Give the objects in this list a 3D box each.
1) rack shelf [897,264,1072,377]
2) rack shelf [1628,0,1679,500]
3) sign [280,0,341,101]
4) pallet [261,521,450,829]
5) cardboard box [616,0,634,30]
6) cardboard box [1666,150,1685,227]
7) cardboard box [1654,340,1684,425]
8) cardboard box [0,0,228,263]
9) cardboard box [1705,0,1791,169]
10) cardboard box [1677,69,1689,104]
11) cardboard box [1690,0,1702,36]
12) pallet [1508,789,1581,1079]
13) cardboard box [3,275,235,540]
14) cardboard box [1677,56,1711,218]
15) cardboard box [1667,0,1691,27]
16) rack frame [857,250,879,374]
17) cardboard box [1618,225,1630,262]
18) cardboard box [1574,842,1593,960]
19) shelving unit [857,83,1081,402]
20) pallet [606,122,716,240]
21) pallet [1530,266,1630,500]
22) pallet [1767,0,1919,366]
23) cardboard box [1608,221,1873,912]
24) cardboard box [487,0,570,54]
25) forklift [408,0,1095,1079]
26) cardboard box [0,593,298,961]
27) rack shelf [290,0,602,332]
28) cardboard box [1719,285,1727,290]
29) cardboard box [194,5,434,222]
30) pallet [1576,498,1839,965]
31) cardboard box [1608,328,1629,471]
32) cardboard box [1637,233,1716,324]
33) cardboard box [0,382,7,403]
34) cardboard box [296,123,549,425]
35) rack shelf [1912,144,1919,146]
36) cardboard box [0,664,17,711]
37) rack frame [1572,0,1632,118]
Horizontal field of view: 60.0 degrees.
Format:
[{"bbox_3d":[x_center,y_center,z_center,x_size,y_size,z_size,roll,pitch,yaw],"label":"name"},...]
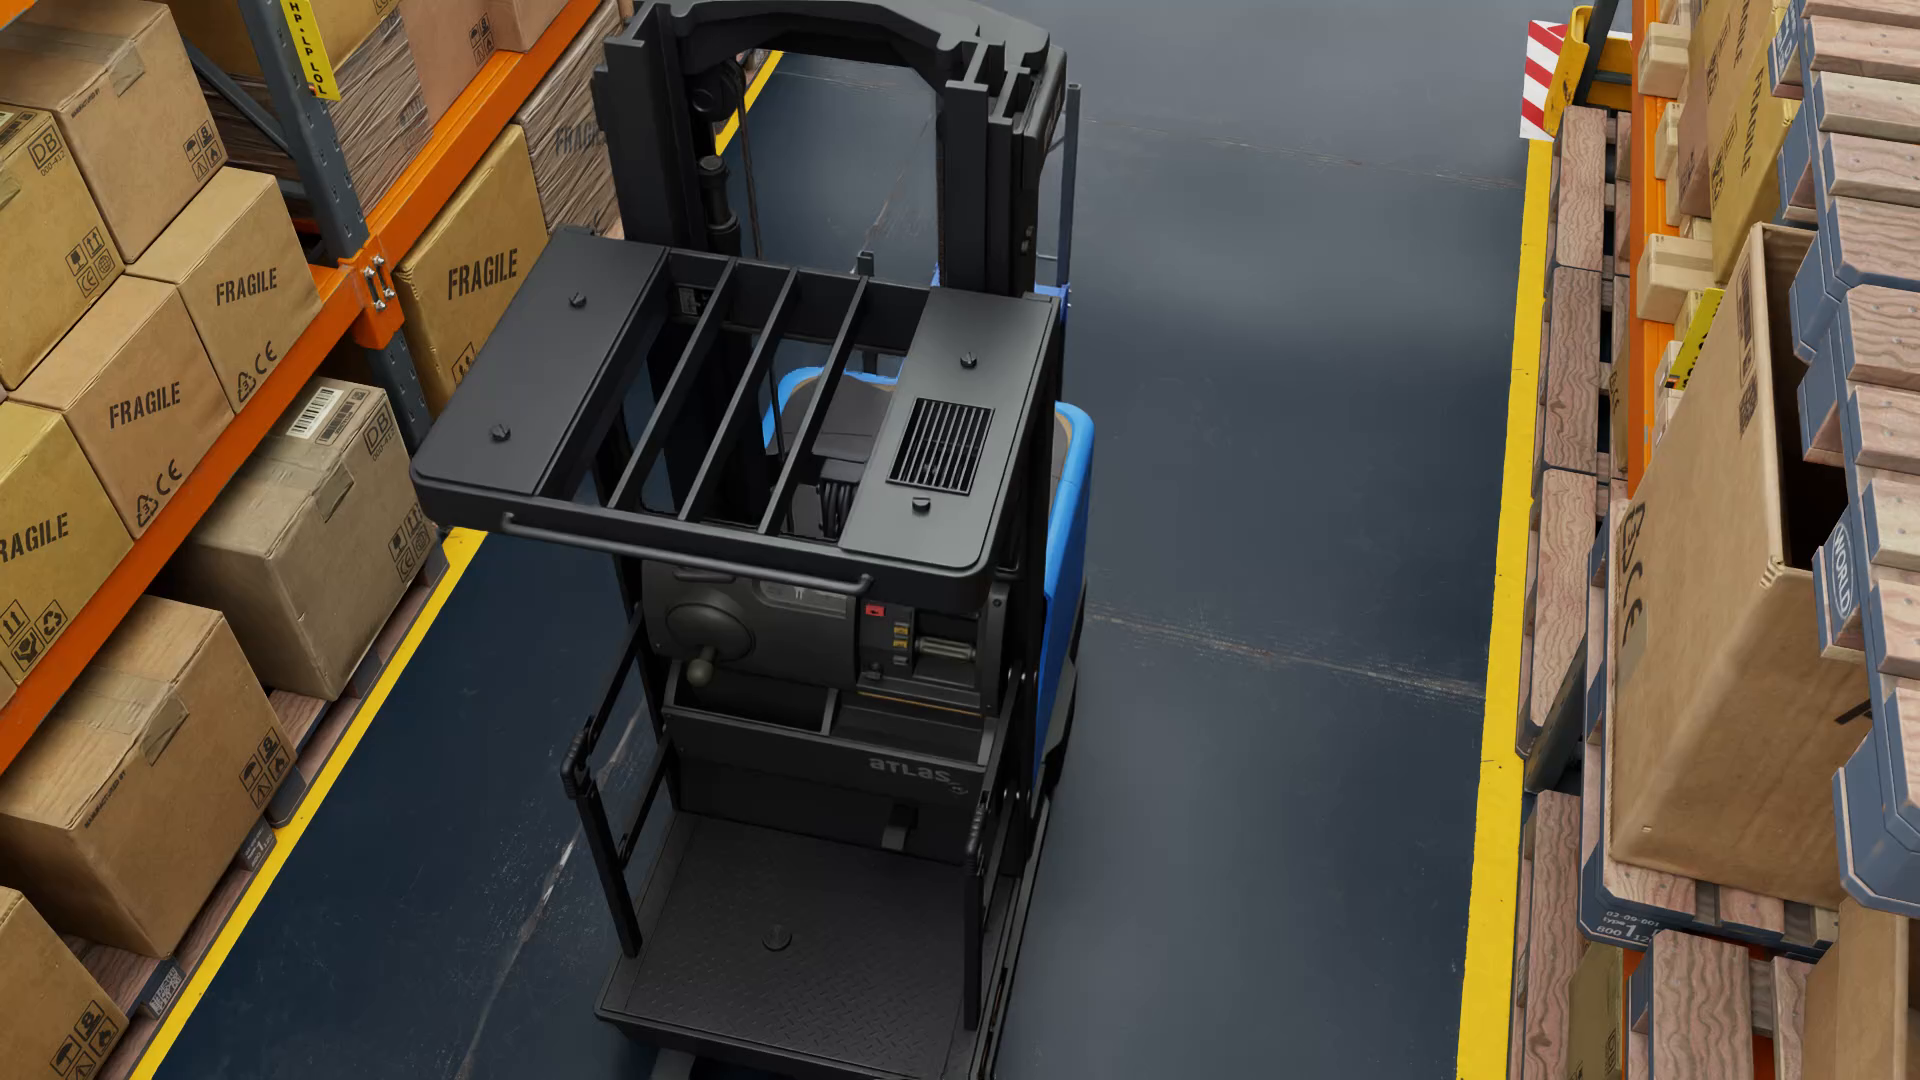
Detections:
[{"bbox_3d":[0.049,-0.579,6.001,0.538,0.185,1.000,10,49,8],"label":"rack shelf"},{"bbox_3d":[2.892,-1.308,5.884,1.077,0.370,4.000,12,50,10],"label":"rack shelf"},{"bbox_3d":[-1.867,-1.409,4.773,0.100,0.325,0.005,12,50,10],"label":"sign"},{"bbox_3d":[-2.523,0.344,5.806,1.003,0.211,1.213,12,50,10],"label":"pallet"},{"bbox_3d":[-1.685,-2.341,7.452,0.875,0.875,0.875,11,49,9],"label":"cardboard box"},{"bbox_3d":[2.515,-1.125,5.409,0.380,0.149,0.250,12,50,10],"label":"cardboard box"},{"bbox_3d":[2.213,-0.409,4.778,0.380,0.149,0.250,12,50,10],"label":"cardboard box"},{"bbox_3d":[-2.518,-1.155,4.536,0.700,0.500,0.500,11,49,9],"label":"cardboard box"},{"bbox_3d":[2.349,-1.304,4.468,0.500,0.500,0.500,12,50,10],"label":"cardboard box"},{"bbox_3d":[2.687,-1.478,5.721,0.380,0.149,0.250,12,50,10],"label":"cardboard box"},{"bbox_3d":[3.058,-1.994,5.744,0.875,0.500,0.500,12,50,10],"label":"cardboard box"},{"bbox_3d":[2.162,1.386,4.886,1.003,0.211,1.213,12,50,10],"label":"pallet"},{"bbox_3d":[-2.405,-0.389,4.526,0.500,0.500,0.500,11,50,10],"label":"cardboard box"},{"bbox_3d":[2.744,-1.281,5.115,0.875,0.500,0.500,12,50,10],"label":"cardboard box"},{"bbox_3d":[2.791,-1.845,6.046,0.380,0.149,0.250,12,50,10],"label":"cardboard box"},{"bbox_3d":[-0.063,-0.326,5.538,0.500,1.500,0.032,10,49,8],"label":"rack frame"},{"bbox_3d":[3.113,-1.417,6.887,0.500,0.500,0.500,24,53,20],"label":"cardboard box"},{"bbox_3d":[2.183,1.022,4.722,0.700,0.500,0.500,8,49,7],"label":"cardboard box"},{"bbox_3d":[0.049,-0.698,5.866,0.538,1.500,1.048,10,49,8],"label":"shelving unit"},{"bbox_3d":[-1.798,-1.649,7.565,1.003,0.211,1.213,12,50,10],"label":"pallet"},{"bbox_3d":[2.827,-0.555,6.599,1.003,0.211,1.213,12,50,10],"label":"pallet"},{"bbox_3d":[2.100,-0.605,2.908,1.213,0.211,1.003,12,50,10],"label":"pallet"},{"bbox_3d":[2.021,0.110,3.472,1.000,1.000,1.000,12,50,10],"label":"cardboard box"},{"bbox_3d":[-1.929,-2.240,6.127,0.875,0.550,0.550,12,50,10],"label":"cardboard box"},{"bbox_3d":[-0.390,0.322,4.011,1.130,2.935,3.031,10,49,8],"label":"forklift"},{"bbox_3d":[-2.727,0.617,4.925,1.050,0.750,0.750,12,50,10],"label":"cardboard box"},{"bbox_3d":[-1.867,-2.360,6.812,1.077,0.370,4.000,12,50,10],"label":"rack shelf"},{"bbox_3d":[2.544,-0.545,4.465,0.875,0.500,0.500,12,50,10],"label":"cardboard box"},{"bbox_3d":[-2.307,-1.471,5.447,0.875,0.550,0.550,12,50,10],"label":"cardboard box"},{"bbox_3d":[2.024,0.488,3.947,1.003,0.211,1.213,12,50,10],"label":"pallet"},{"bbox_3d":[2.740,-0.573,6.143,0.500,0.500,0.500,8,49,7],"label":"cardboard box"},{"bbox_3d":[2.295,-0.781,5.106,0.380,0.149,0.250,12,50,10],"label":"cardboard box"},{"bbox_3d":[-2.785,-0.418,3.884,0.700,0.500,0.500,12,50,10],"label":"cardboard box"},{"bbox_3d":[-2.160,-1.029,6.294,0.875,0.875,0.875,12,50,11],"label":"cardboard box"},{"bbox_3d":[1.839,0.592,2.206,1.077,0.370,4.000,12,50,10],"label":"rack shelf"},{"bbox_3d":[-2.670,0.344,3.879,0.500,0.500,0.500,11,50,10],"label":"cardboard box"},{"bbox_3d":[3.418,-2.993,6.891,1.000,3.000,0.127,12,50,10],"label":"rack frame"}]
